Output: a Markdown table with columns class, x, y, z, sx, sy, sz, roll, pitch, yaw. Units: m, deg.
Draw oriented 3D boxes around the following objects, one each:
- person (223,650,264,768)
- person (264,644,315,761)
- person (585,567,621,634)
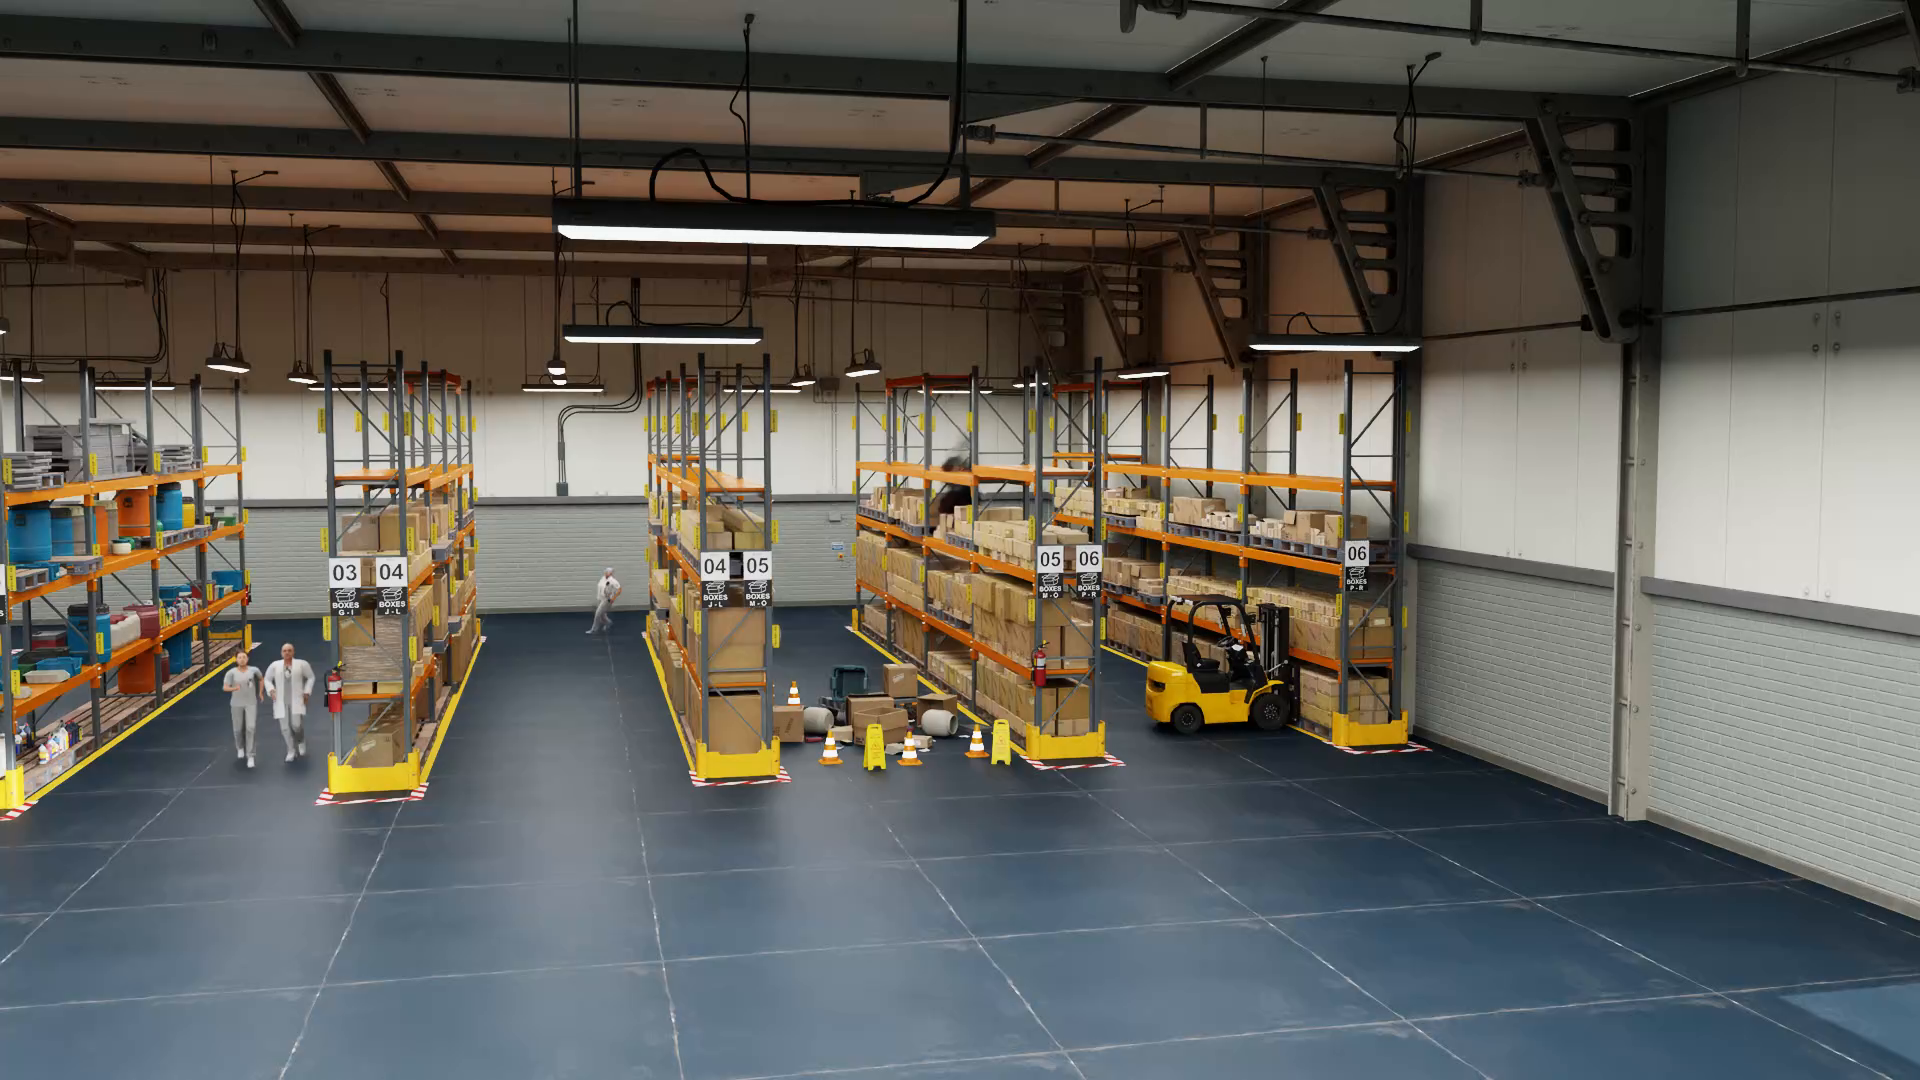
| class | x | y | z | sx | sy | sz | roll | pitch | yaw |
| --- | --- | --- | --- | --- | --- | --- | --- | --- | --- |
| person | -10.512 | 2.458 | 24.422 | 0.562 | 1.632 | 0.956 | -2 | 4 | -22 |
| person | -9.992 | 2.412 | 24.740 | 0.716 | 1.741 | 0.630 | -1 | 4 | -12 |
| person | -8.464 | 1.437 | 39.664 | 0.771 | 1.598 | 0.824 | 3 | 5 | 38 |
